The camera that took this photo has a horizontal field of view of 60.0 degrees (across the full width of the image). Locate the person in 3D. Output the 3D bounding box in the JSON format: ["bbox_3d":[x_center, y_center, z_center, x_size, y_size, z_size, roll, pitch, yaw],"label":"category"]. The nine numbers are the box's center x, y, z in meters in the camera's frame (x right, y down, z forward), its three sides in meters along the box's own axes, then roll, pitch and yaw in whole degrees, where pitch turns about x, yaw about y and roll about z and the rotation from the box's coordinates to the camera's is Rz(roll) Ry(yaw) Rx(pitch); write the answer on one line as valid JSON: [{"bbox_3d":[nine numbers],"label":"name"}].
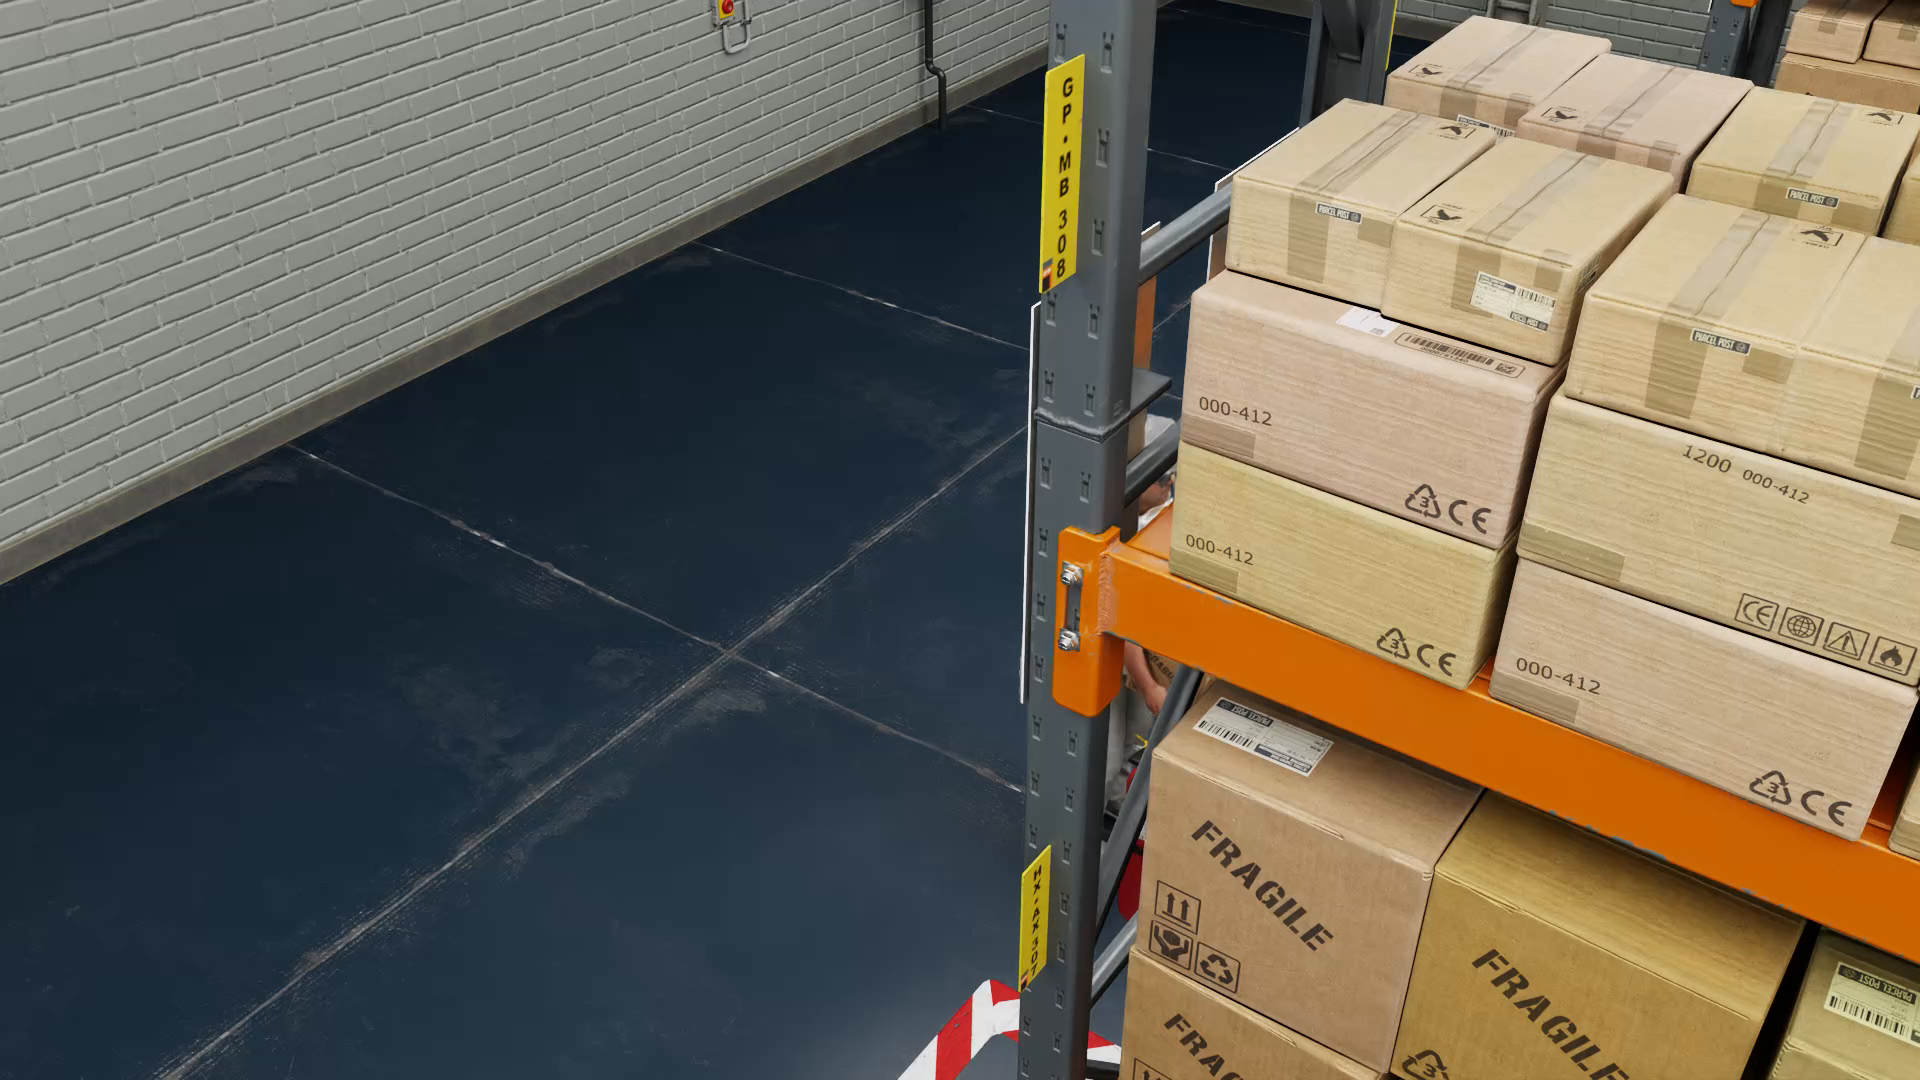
[{"bbox_3d":[0.569,0.370,5.598,0.581,1.759,0.489,21,39,27],"label":"person"}]
